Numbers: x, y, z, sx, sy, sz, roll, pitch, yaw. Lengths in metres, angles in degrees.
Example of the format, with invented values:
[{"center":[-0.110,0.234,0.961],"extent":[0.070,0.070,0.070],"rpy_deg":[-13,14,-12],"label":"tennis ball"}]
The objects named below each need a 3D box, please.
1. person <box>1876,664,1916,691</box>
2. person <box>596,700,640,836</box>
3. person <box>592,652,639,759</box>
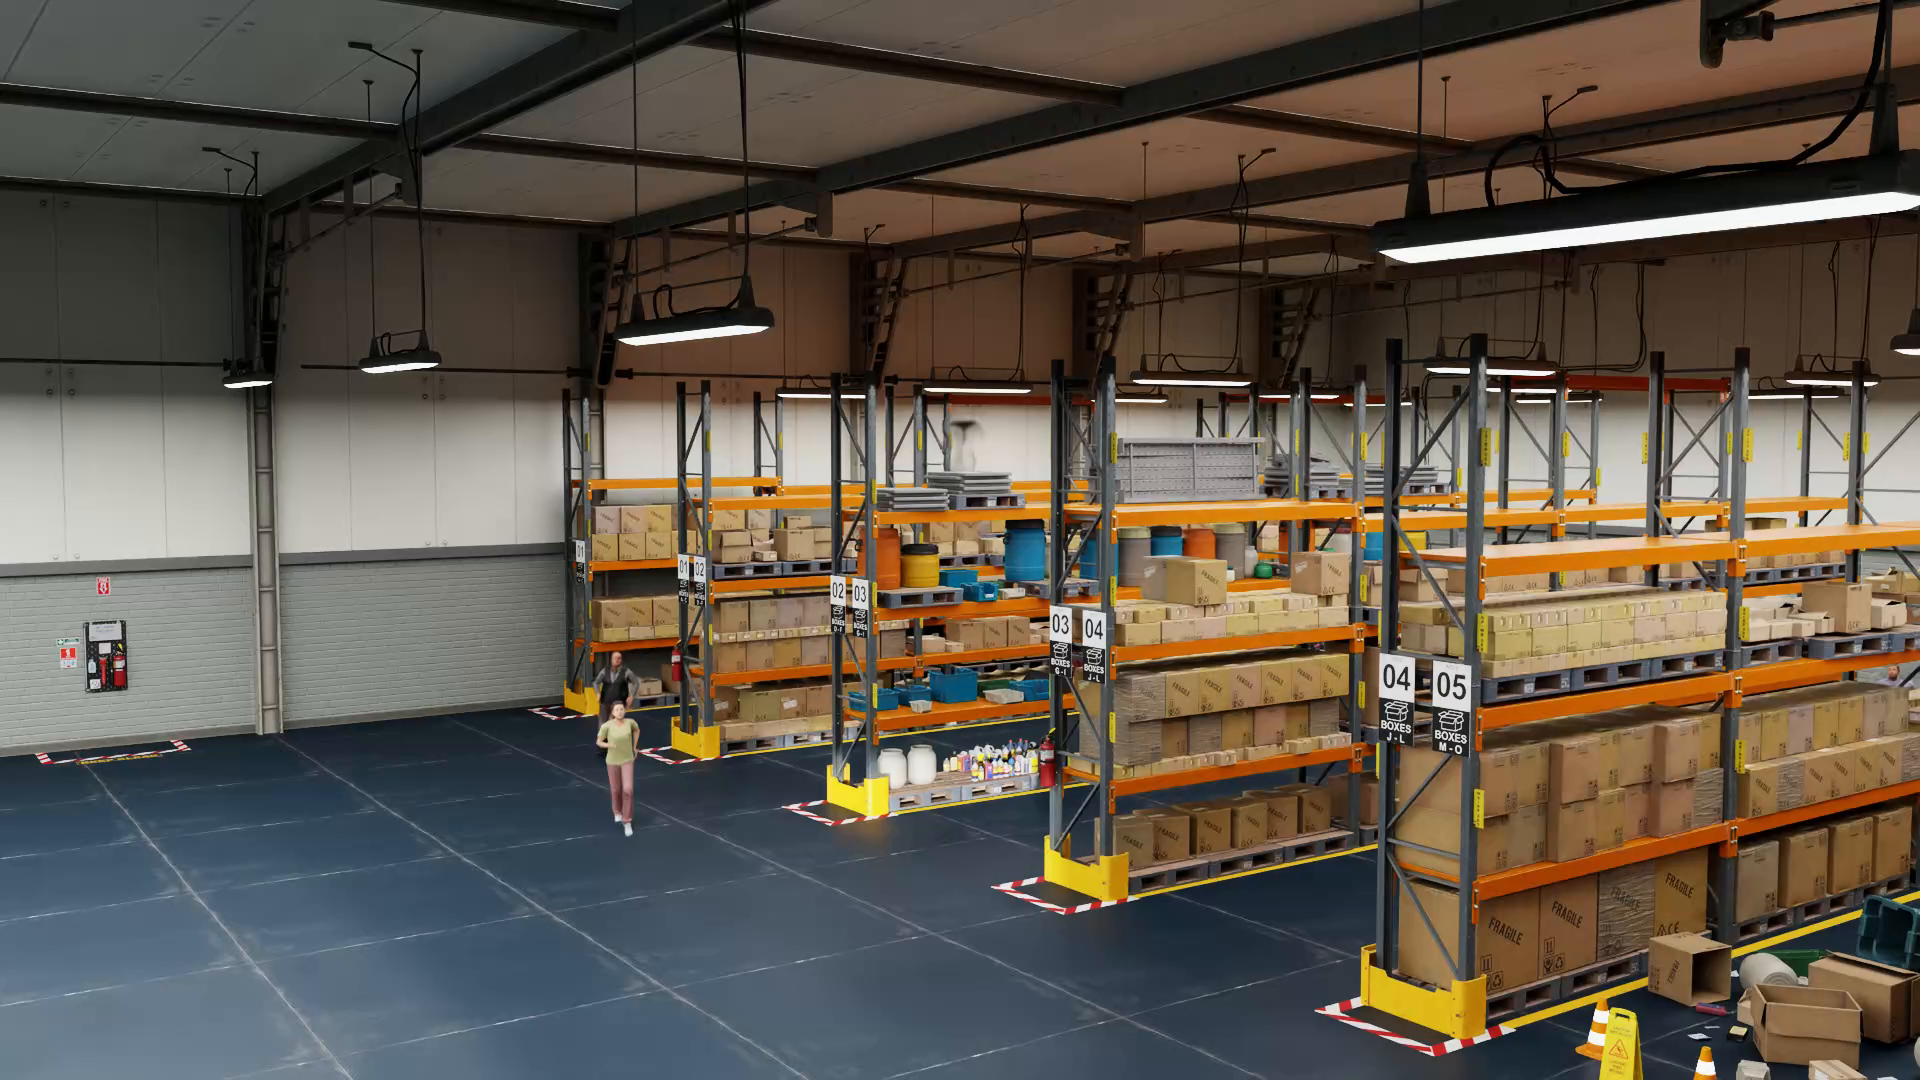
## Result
[{"center":[14.378,2.722,25.652],"extent":[0.605,1.605,0.621],"rpy_deg":[4,5,44],"label":"person"},{"center":[-4.446,2.931,21.657],"extent":[0.565,1.714,0.806],"rpy_deg":[-1,4,-13],"label":"person"},{"center":[-5.510,2.666,26.482],"extent":[0.715,1.616,0.635],"rpy_deg":[0,4,4],"label":"person"}]
